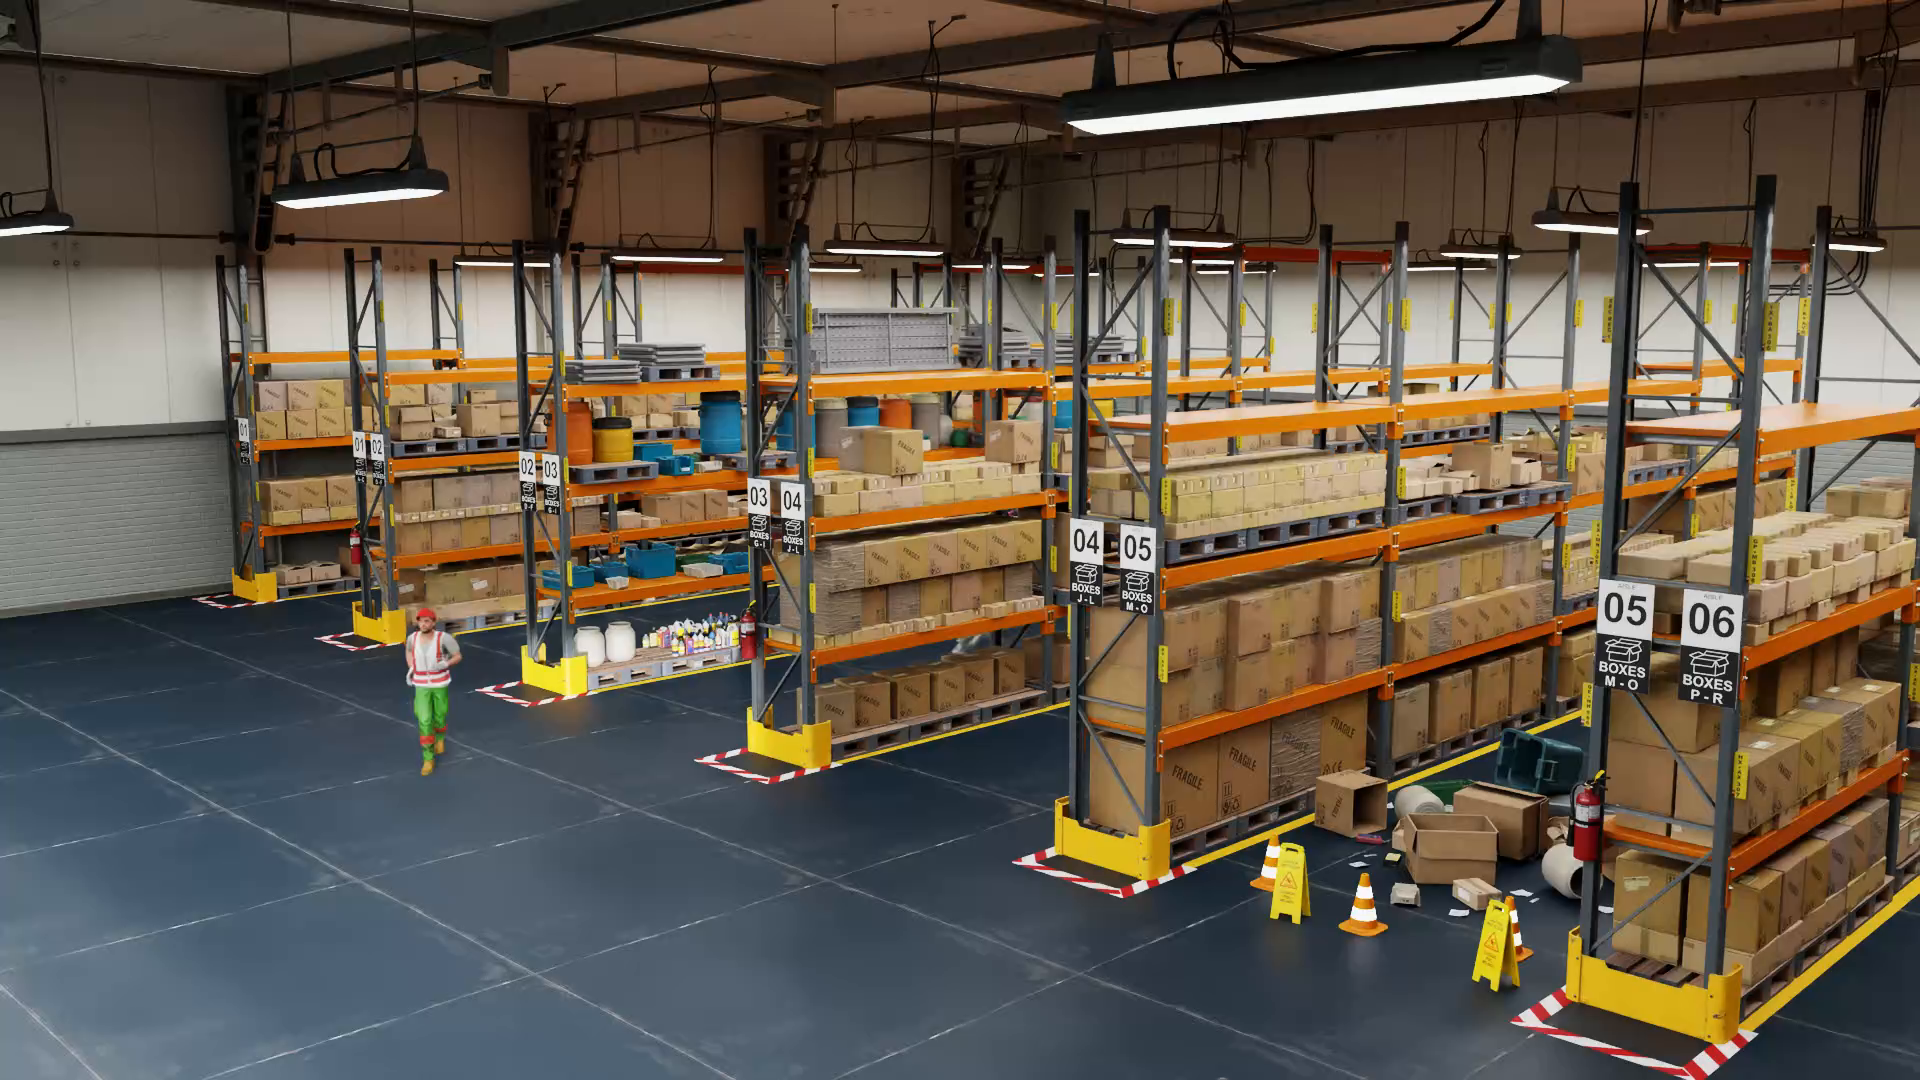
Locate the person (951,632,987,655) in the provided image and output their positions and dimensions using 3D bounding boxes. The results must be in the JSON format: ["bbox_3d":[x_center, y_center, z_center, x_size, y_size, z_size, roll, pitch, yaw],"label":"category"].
[{"bbox_3d":[0.121,0.661,23.458,0.684,1.841,0.889,8,11,43],"label":"person"}]

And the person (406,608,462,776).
[{"bbox_3d":[-5.899,1.642,18.649,0.633,1.804,0.928,-1,8,-9],"label":"person"}]
